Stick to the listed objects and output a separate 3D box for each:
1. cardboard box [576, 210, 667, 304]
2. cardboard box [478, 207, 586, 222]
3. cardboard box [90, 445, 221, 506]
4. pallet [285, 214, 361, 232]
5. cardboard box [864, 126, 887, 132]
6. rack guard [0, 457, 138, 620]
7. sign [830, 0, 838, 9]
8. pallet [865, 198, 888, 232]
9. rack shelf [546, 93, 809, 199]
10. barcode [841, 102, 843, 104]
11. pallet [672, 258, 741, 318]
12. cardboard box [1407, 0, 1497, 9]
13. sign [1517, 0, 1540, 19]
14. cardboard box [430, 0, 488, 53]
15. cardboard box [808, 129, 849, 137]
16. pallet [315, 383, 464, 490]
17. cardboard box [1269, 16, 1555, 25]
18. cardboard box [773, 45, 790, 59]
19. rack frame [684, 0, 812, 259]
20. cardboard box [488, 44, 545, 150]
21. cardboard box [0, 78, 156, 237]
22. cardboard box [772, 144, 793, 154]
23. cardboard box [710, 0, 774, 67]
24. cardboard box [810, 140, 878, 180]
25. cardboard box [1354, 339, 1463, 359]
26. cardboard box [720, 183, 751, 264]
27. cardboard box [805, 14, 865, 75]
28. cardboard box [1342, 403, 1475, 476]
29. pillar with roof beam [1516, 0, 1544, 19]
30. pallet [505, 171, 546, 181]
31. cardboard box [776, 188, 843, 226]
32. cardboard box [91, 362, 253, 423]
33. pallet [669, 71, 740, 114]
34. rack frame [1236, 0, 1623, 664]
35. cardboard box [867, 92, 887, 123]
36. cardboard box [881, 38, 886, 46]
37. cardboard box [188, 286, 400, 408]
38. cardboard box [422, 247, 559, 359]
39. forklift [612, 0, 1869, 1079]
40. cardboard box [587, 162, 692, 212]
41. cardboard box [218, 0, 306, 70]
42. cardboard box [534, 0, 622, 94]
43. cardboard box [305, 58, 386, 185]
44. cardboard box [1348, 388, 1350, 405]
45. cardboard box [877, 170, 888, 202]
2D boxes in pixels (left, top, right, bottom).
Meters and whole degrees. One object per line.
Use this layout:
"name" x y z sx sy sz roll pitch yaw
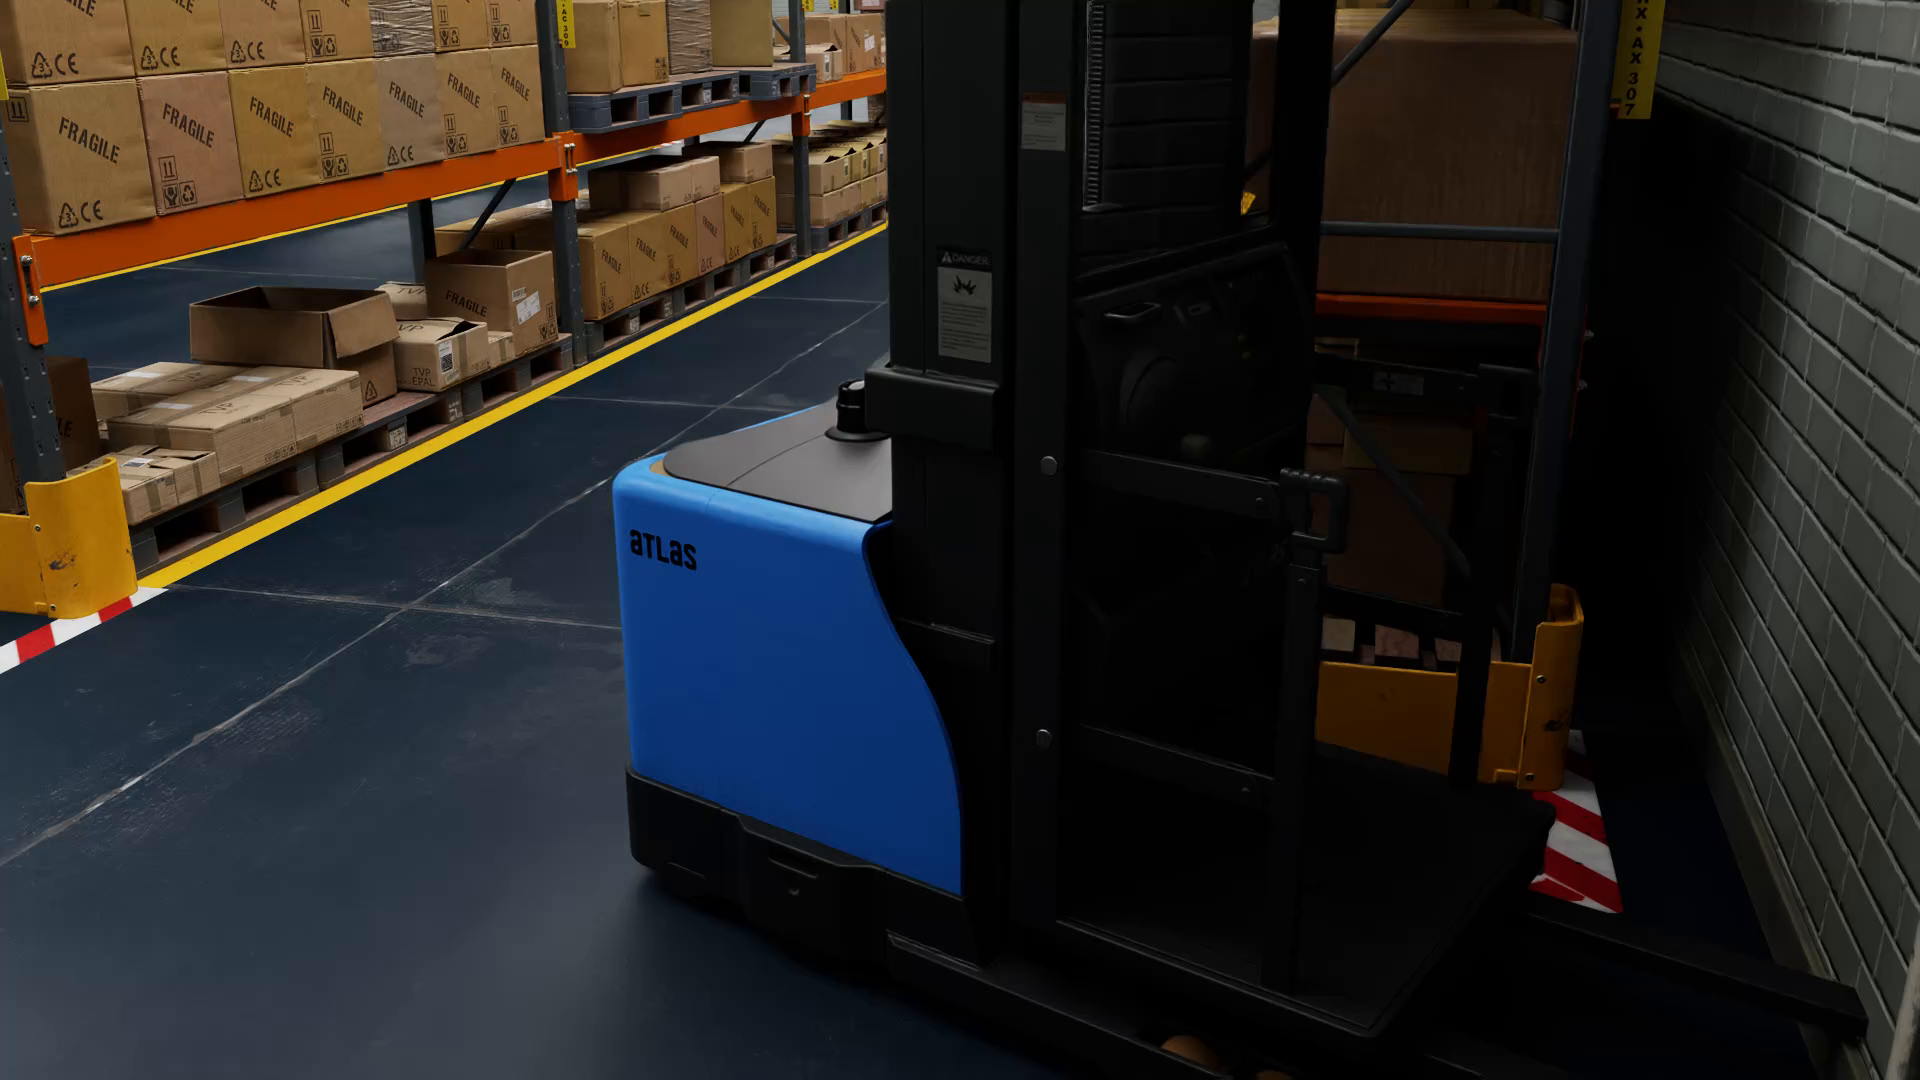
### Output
"cardboard box" -2.194 -1.790 10.474 0.500 0.500 0.500 5 19 14
"cardboard box" -2.696 -1.821 10.565 0.500 0.500 0.500 5 19 14
"cardboard box" -3.149 -0.260 6.512 0.380 0.166 0.250 5 19 13
"pallet" -6.266 -3.030 15.233 1.003 0.211 1.213 5 19 13
"cardboard box" -0.655 -3.821 15.972 0.500 0.311 0.500 5 20 15
"rack guard" -3.627 -0.051 6.065 1.175 0.500 0.348 5 19 13
"sign" -1.252 -5.462 16.577 0.100 0.325 0.005 5 19 13
"pallet" -1.152 -3.035 15.245 1.003 0.211 1.213 5 19 13
"rack shelf" -2.179 -2.751 11.213 1.077 0.370 4.000 5 19 13
"barcode" -1.179 -4.404 16.642 0.001 0.075 0.075 5 19 13
"pallet" -2.210 -1.786 11.590 1.003 0.211 1.213 5 19 13
"cardboard box" 2.501 -2.750 8.293 0.500 0.250 0.500 5 20 15
"sign" 2.675 -2.478 7.840 0.100 0.325 0.005 5 19 13
"cardboard box" -2.663 -2.645 8.089 0.500 0.500 0.500 4 19 12
"cardboard box" -1.309 -3.706 15.633 0.500 0.311 0.500 4 19 12
"pallet" -3.133 -0.546 7.959 1.003 0.211 1.213 5 19 13
"cardboard box" 1.636 -1.590 6.238 0.980 0.700 0.700 4 19 11
"cardboard box" -1.560 -3.786 13.270 0.500 0.311 0.500 6 20 17
"rack frame" -1.691 -3.718 12.932 1.000 3.000 0.127 5 19 13
"cardboard box" -2.541 -2.335 8.727 0.500 0.500 0.500 5 19 14
"cardboard box" -3.281 -1.376 5.921 0.500 0.500 0.500 5 20 15
"cardboard box" -1.681 -3.228 14.234 0.500 0.311 0.500 4 19 13
"cardboard box" -1.735 -3.758 12.244 0.700 0.500 0.500 -2 19 -5
"cardboard box" -1.031 -3.347 14.582 0.500 0.311 0.500 4 19 12
"cardboard box" 1.643 -0.633 6.113 0.380 0.149 0.250 5 19 14
"cardboard box" -1.818 -2.269 11.878 0.500 0.500 0.500 4 19 11
"cardboard box" -1.168 -4.457 14.942 0.500 0.500 0.500 5 19 13
"cardboard box" 1.397 -0.316 5.185 0.380 0.149 0.250 5 19 14
"pillar with roof beam" 0.096 -6.846 12.809 9.100 9.000 0.400 5 19 13
"pallet" -5.311 -4.252 18.809 1.003 0.211 1.213 5 19 13
"cardboard box" -1.278 -2.756 13.721 0.500 0.250 0.500 5 19 13
"cardboard box" -3.490 -0.603 7.385 0.500 0.250 0.500 5 19 13
"pallet" -2.161 -3.017 11.177 1.003 0.211 1.213 5 19 13
"rack frame" 1.159 -0.820 4.449 1.000 3.000 0.127 5 19 13
"cardboard box" -0.679 -4.542 17.790 0.500 0.500 0.500 5 19 13
"cardboard box" -0.791 -4.743 16.165 0.500 0.250 0.500 6 20 17
"cardboard box" -3.122 -0.902 7.869 0.797 0.503 0.637 5 19 13
"cardboard box" -2.532 -1.289 9.006 0.500 0.500 0.500 5 19 13
"forklift" 0.667 -0.388 3.290 3.031 2.935 1.130 13 23 33
"cardboard box" -2.069 -2.290 10.778 0.500 0.250 0.500 5 19 13
"cardboard box" -3.034 -2.170 6.699 0.500 0.500 0.500 5 19 14
"cardboard box" -2.335 -2.841 9.560 0.700 0.500 0.500 -2 19 -5
"cardboard box" -2.911 -1.852 7.314 0.500 0.500 0.500 5 19 14
"cardboard box" 1.150 -0.505 5.740 0.380 0.149 0.250 5 20 15
"cardboard box" -0.909 -3.238 15.132 0.500 0.250 0.500 5 20 14
